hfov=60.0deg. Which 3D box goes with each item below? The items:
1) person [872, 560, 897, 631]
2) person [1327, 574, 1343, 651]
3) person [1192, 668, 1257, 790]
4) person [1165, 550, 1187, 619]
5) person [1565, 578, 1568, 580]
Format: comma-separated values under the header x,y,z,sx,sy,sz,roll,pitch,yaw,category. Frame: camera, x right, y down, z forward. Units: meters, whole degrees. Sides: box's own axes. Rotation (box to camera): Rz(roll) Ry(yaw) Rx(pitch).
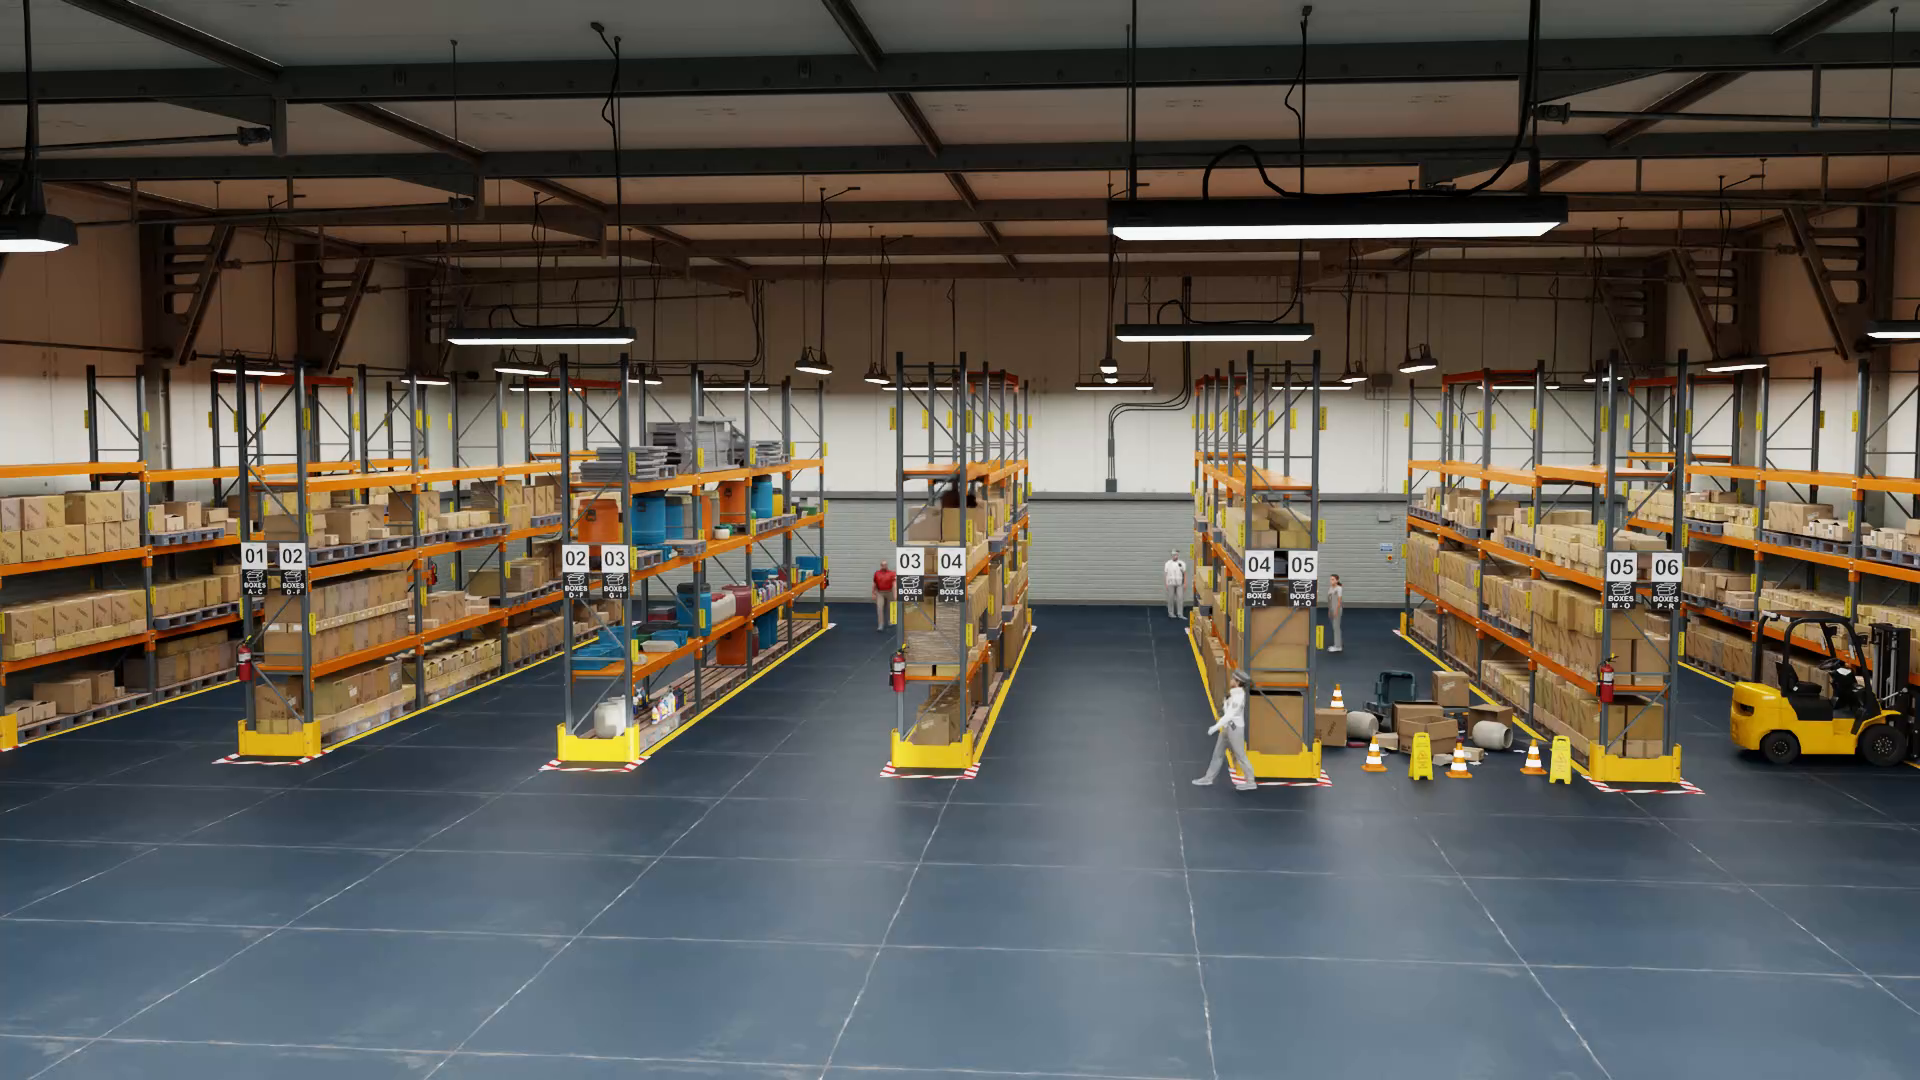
x,y,z,sx,sy,sz,roll,pitch,yaw,category
-1.826,1.325,40.052,0.629,1.667,1.086,0,4,2,person
8.182,1.581,36.311,0.327,1.674,0.471,0,4,-2,person
3.596,2.556,22.538,0.853,1.659,0.525,0,4,3,person
5.504,1.131,42.333,0.556,1.786,0.480,-1,4,-11,person
13.297,1.581,36.402,0.341,1.532,0.481,0,4,-1,person
